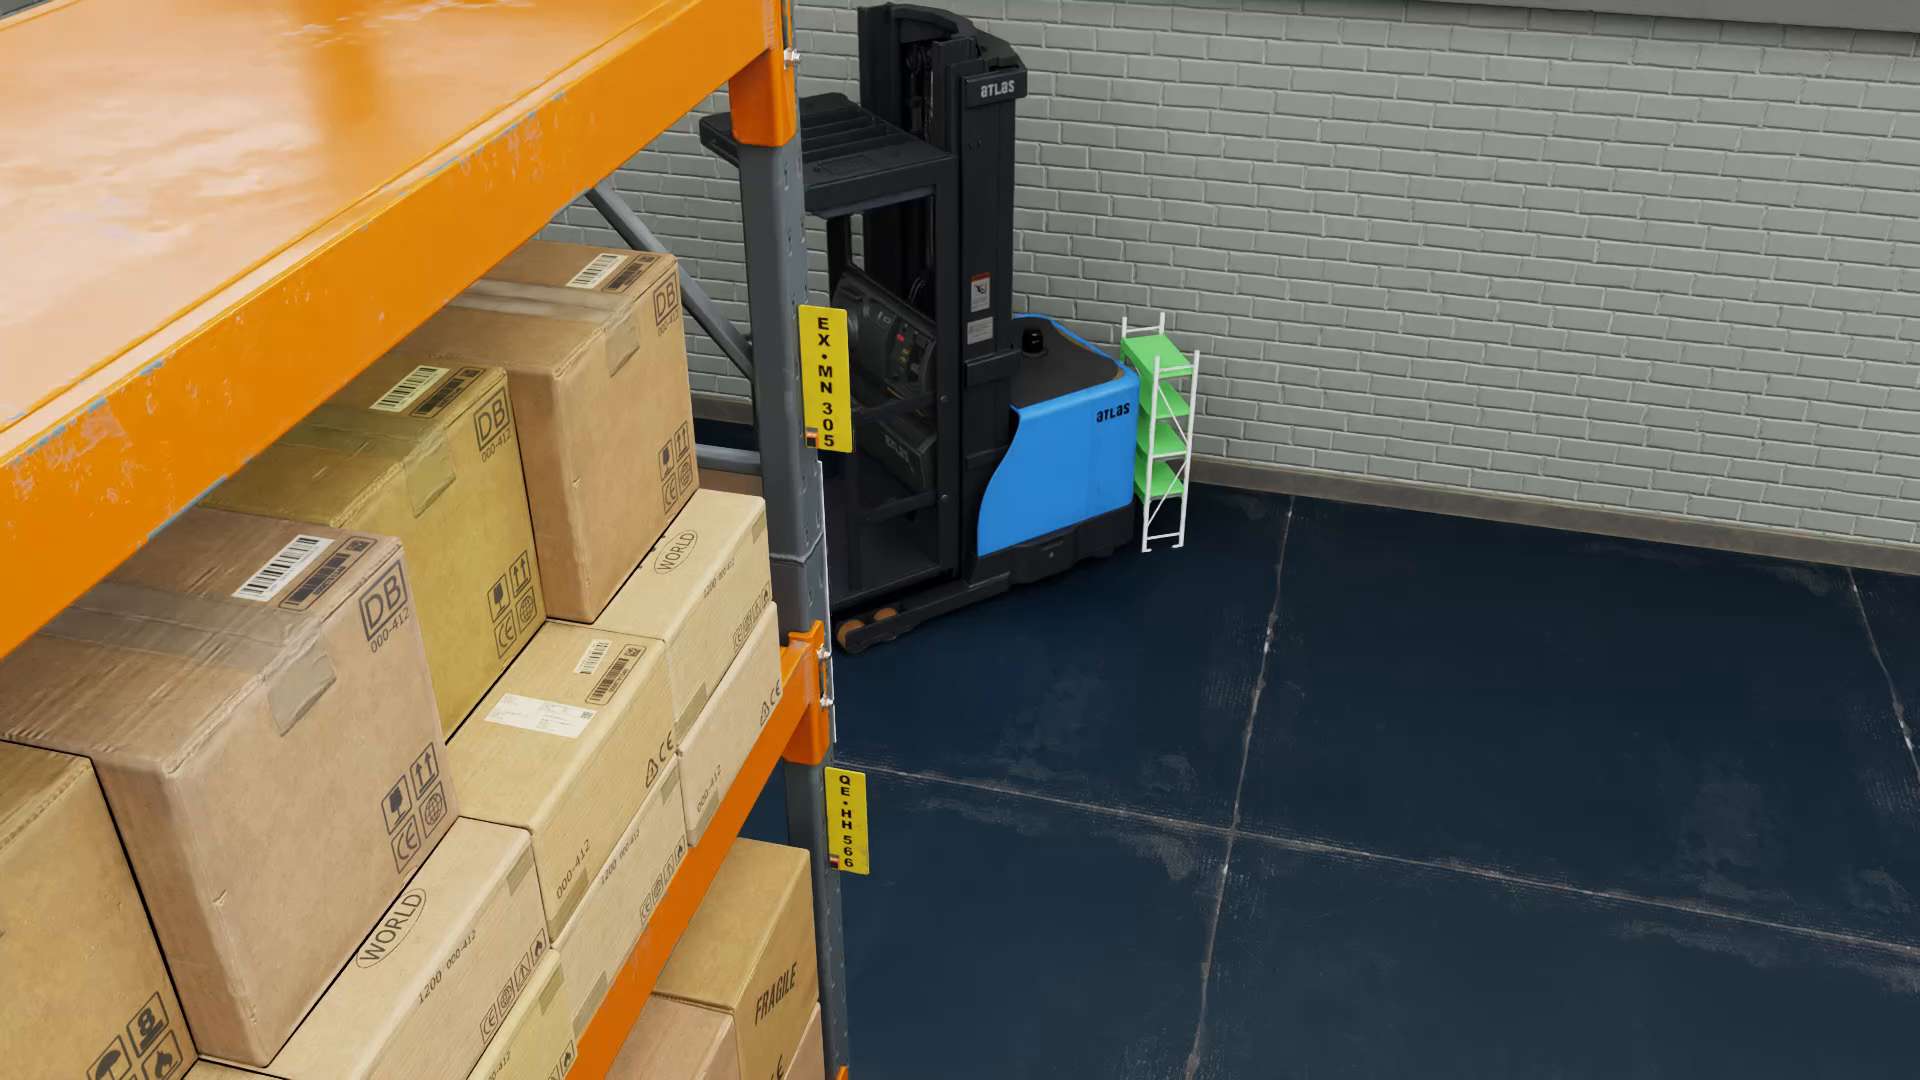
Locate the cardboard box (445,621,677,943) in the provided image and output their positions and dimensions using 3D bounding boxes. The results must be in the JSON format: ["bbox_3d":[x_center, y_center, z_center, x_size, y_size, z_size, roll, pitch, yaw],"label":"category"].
[{"bbox_3d":[-0.818,0.373,2.816,0.500,0.250,0.500,8,33,12],"label":"cardboard box"}]

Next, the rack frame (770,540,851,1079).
[{"bbox_3d":[-0.807,1.225,4.597,1.000,3.000,0.127,8,33,12],"label":"rack frame"}]

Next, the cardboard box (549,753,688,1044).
[{"bbox_3d":[-0.820,0.583,2.950,0.500,0.250,0.500,8,33,12],"label":"cardboard box"}]

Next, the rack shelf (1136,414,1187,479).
[{"bbox_3d":[1.059,-0.530,9.155,0.258,0.148,0.480,-8,33,-13],"label":"rack shelf"}]

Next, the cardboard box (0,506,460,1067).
[{"bbox_3d":[-1.154,0.286,2.253,0.700,0.500,0.500,8,33,12],"label":"cardboard box"}]

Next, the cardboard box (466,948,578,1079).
[{"bbox_3d":[-0.934,0.844,2.539,0.500,0.250,0.500,8,33,12],"label":"cardboard box"}]

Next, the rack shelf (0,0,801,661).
[{"bbox_3d":[-1.315,0.036,1.548,1.077,0.370,4.000,8,33,12],"label":"rack shelf"}]

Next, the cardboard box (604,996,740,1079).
[{"bbox_3d":[-0.782,1.292,3.467,0.500,0.500,0.500,9,34,14],"label":"cardboard box"}]

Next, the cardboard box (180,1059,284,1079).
[{"bbox_3d":[-1.069,0.892,1.999,0.500,0.250,0.500,8,33,12],"label":"cardboard box"}]

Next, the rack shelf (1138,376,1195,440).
[{"bbox_3d":[1.059,-0.733,9.026,0.258,0.148,0.480,-8,33,-13],"label":"rack shelf"}]

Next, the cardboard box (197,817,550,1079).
[{"bbox_3d":[-0.948,0.631,2.408,0.500,0.250,0.500,8,33,12],"label":"cardboard box"}]

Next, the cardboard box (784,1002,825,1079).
[{"bbox_3d":[-0.658,1.453,4.146,0.500,0.500,0.500,9,34,14],"label":"cardboard box"}]

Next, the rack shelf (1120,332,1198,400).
[{"bbox_3d":[1.059,-0.935,8.897,0.258,0.148,0.480,-8,33,-13],"label":"rack shelf"}]

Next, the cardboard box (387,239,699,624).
[{"bbox_3d":[-0.922,-0.236,3.074,0.700,0.500,0.500,8,33,12],"label":"cardboard box"}]

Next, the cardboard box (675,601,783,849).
[{"bbox_3d":[-0.683,0.325,3.356,0.500,0.250,0.500,8,33,12],"label":"cardboard box"}]

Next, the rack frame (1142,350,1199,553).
[{"bbox_3d":[1.124,-0.458,8.922,0.240,1.200,0.015,-8,33,-13],"label":"rack frame"}]

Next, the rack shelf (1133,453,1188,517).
[{"bbox_3d":[1.059,-0.328,9.284,0.258,0.148,0.480,-8,33,-13],"label":"rack shelf"}]

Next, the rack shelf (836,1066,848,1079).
[{"bbox_3d":[-1.315,2.567,3.157,1.077,0.370,4.000,8,33,12],"label":"rack shelf"}]

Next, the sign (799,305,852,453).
[{"bbox_3d":[-0.276,-0.328,3.419,0.100,0.325,0.005,8,33,12],"label":"sign"}]

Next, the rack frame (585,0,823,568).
[{"bbox_3d":[-0.807,-1.306,2.987,1.000,3.000,0.127,8,33,12],"label":"rack frame"}]

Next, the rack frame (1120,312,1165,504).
[{"bbox_3d":[0.994,-0.710,9.319,0.240,1.200,0.015,-8,33,-13],"label":"rack frame"}]

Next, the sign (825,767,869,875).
[{"bbox_3d":[-0.276,0.689,4.066,0.100,0.325,0.005,8,33,12],"label":"sign"}]

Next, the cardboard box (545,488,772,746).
[{"bbox_3d":[-0.691,0.113,3.224,0.500,0.250,0.500,8,33,12],"label":"cardboard box"}]

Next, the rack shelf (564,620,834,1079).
[{"bbox_3d":[-1.315,1.301,2.352,1.077,0.370,4.000,8,33,12],"label":"rack shelf"}]

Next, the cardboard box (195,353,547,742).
[{"bbox_3d":[-1.131,0.012,2.684,0.700,0.500,0.500,8,33,12],"label":"cardboard box"}]

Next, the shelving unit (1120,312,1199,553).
[{"bbox_3d":[1.059,-0.584,9.121,0.258,1.200,0.503,-8,33,-13],"label":"shelving unit"}]

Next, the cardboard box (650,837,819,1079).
[{"bbox_3d":[-0.654,1.030,3.879,0.500,0.500,0.500,8,33,12],"label":"cardboard box"}]

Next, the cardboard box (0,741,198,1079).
[{"bbox_3d":[-1.371,0.533,1.865,0.700,0.500,0.500,8,33,12],"label":"cardboard box"}]

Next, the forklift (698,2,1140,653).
[{"bbox_3d":[-0.561,-0.989,8.144,3.031,2.935,1.130,-19,37,-27],"label":"forklift"}]

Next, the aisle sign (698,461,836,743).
[{"bbox_3d":[-0.494,0.134,3.889,0.394,0.787,0.004,8,33,12],"label":"aisle sign"}]
